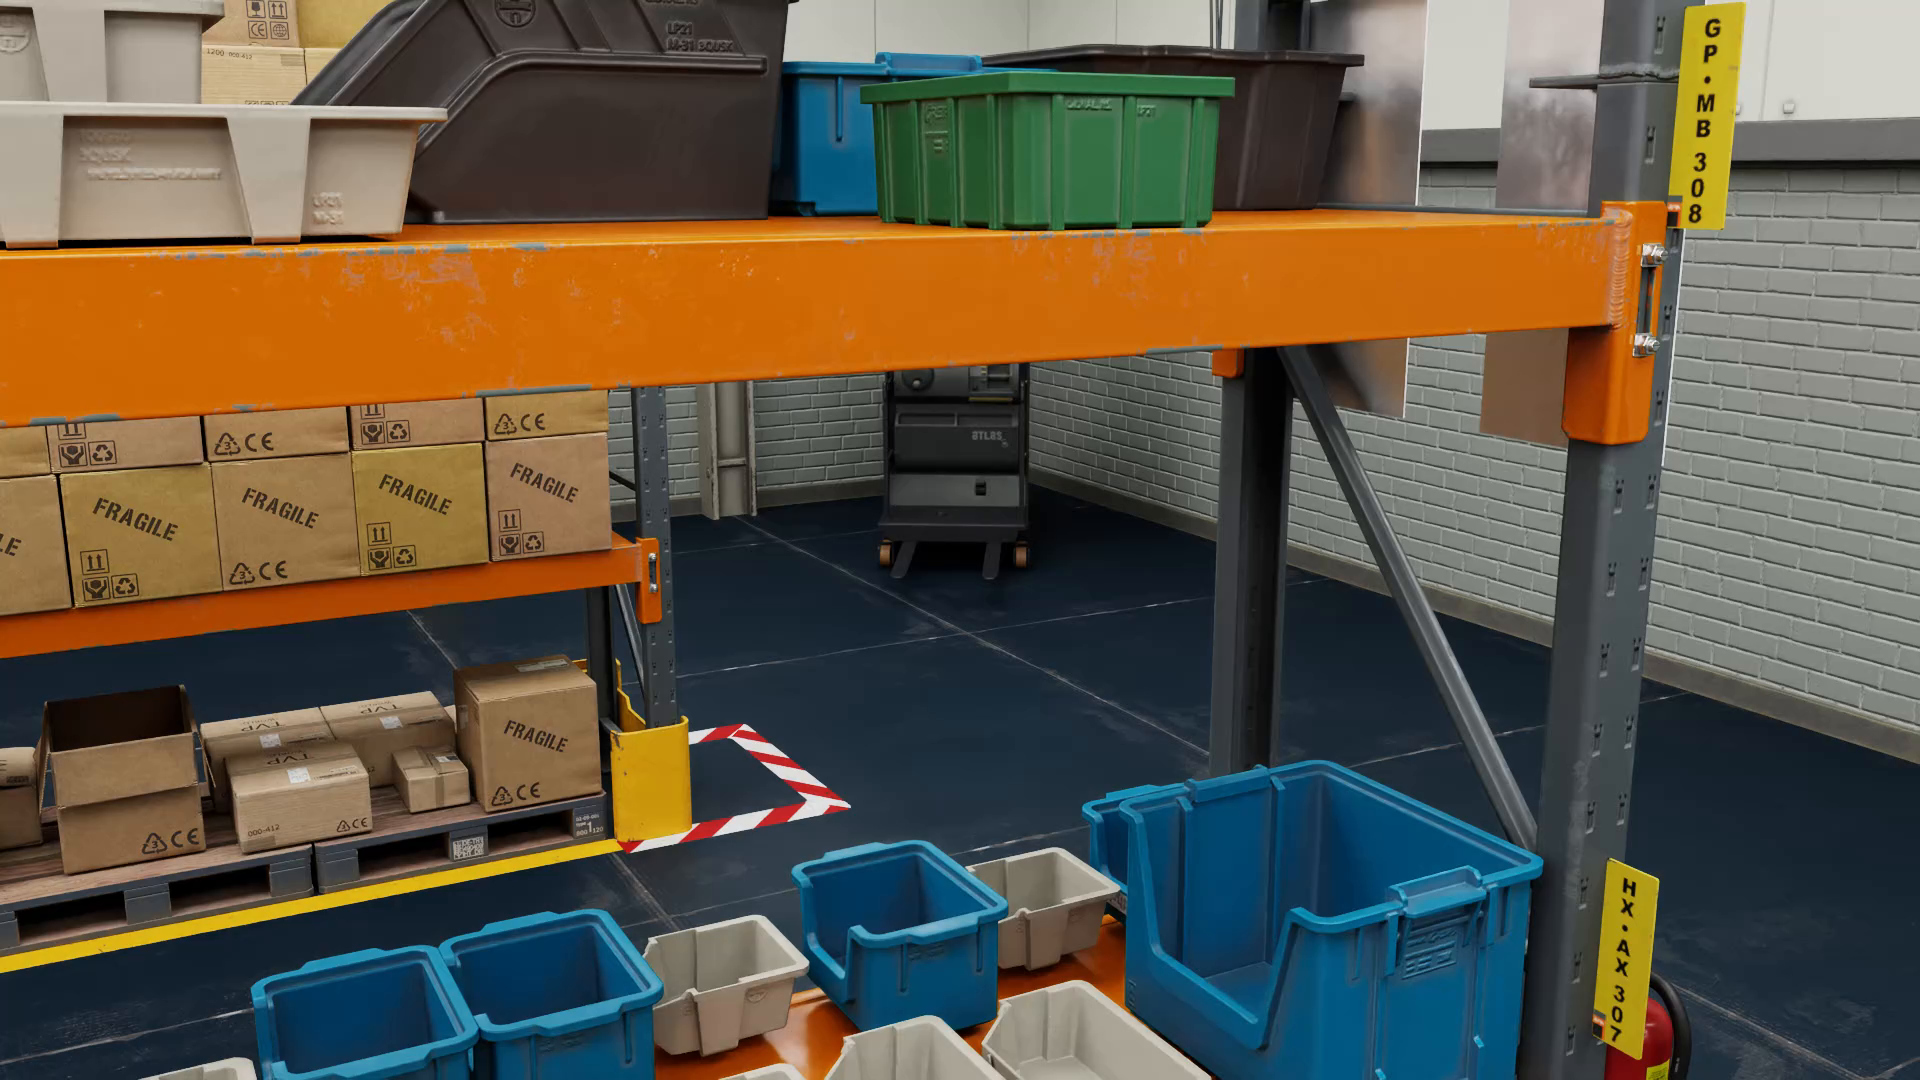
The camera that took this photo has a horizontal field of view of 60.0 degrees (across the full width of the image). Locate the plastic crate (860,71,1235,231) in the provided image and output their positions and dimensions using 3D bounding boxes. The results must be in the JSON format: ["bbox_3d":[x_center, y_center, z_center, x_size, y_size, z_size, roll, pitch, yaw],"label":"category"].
[{"bbox_3d":[0.107,-0.524,2.255,0.336,0.188,0.450,-7,14,-28],"label":"plastic crate"}]

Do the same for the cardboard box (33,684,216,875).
[{"bbox_3d":[-3.399,0.948,6.749,0.637,0.503,0.797,-7,14,-28],"label":"cardboard box"}]

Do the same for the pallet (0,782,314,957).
[{"bbox_3d":[-3.370,1.303,6.841,1.213,0.211,1.003,-7,14,-28],"label":"pallet"}]

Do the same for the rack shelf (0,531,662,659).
[{"bbox_3d":[-3.290,0.284,6.655,4.000,0.370,1.077,-7,14,-28],"label":"rack shelf"}]

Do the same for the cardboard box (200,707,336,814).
[{"bbox_3d":[-3.025,0.957,7.285,0.500,0.250,0.500,-7,14,-28],"label":"cardboard box"}]

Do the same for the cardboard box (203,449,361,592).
[{"bbox_3d":[-2.691,-0.120,6.583,0.500,0.500,0.500,-7,14,-27],"label":"cardboard box"}]

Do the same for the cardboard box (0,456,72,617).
[{"bbox_3d":[-3.579,-0.013,6.109,0.500,0.500,0.500,-7,14,-28],"label":"cardboard box"}]

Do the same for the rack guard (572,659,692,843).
[{"bbox_3d":[-1.601,0.950,7.749,0.348,0.500,1.175,-7,14,-28],"label":"rack guard"}]

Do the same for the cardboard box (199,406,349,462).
[{"bbox_3d":[-2.689,-0.606,6.463,0.500,0.500,0.500,-6,14,-26],"label":"cardboard box"}]

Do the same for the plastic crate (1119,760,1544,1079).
[{"bbox_3d":[0.631,0.702,2.940,0.499,0.435,0.616,-7,14,-28],"label":"plastic crate"}]

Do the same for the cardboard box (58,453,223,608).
[{"bbox_3d":[-3.134,-0.067,6.348,0.500,0.500,0.500,-7,14,-29],"label":"cardboard box"}]

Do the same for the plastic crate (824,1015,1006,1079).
[{"bbox_3d":[-0.055,0.925,2.630,0.243,0.136,0.396,-7,14,-28],"label":"plastic crate"}]

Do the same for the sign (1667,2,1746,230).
[{"bbox_3d":[1.113,-0.631,2.486,0.005,0.325,0.100,-7,14,-28],"label":"sign"}]

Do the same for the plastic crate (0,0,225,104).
[{"bbox_3d":[-1.258,-0.554,2.179,0.530,0.282,0.437,-7,14,-28],"label":"plastic crate"}]

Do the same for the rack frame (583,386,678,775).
[{"bbox_3d":[-1.535,-0.278,7.511,0.127,3.000,1.000,-7,14,-28],"label":"rack frame"}]

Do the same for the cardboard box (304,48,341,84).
[{"bbox_3d":[-2.302,-1.756,6.450,0.500,0.250,0.500,-7,14,-28],"label":"cardboard box"}]

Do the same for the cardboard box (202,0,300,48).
[{"bbox_3d":[-2.845,-2.111,6.320,0.500,0.500,0.700,-7,14,-28],"label":"cardboard box"}]

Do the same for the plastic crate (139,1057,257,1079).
[{"bbox_3d":[-1.291,0.957,2.491,0.466,0.136,0.293,-7,14,-28],"label":"plastic crate"}]

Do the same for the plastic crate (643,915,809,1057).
[{"bbox_3d":[-0.456,0.829,3.060,0.298,0.136,0.250,-7,14,-28],"label":"plastic crate"}]

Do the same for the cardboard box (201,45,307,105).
[{"bbox_3d":[-2.743,-1.704,6.220,0.500,0.250,0.500,-7,14,-28],"label":"cardboard box"}]

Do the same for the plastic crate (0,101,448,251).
[{"bbox_3d":[-0.859,-0.392,1.788,0.530,0.136,0.437,-7,14,-28],"label":"plastic crate"}]

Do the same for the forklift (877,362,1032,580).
[{"bbox_3d":[-0.032,-1.293,12.181,1.130,2.935,3.031,1,13,3],"label":"forklift"}]

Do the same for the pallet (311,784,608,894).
[{"bbox_3d":[-2.301,1.175,7.408,1.213,0.211,1.003,-7,14,-28],"label":"pallet"}]

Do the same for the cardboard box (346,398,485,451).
[{"bbox_3d":[-2.237,-0.661,6.709,0.500,0.500,0.500,-6,14,-26],"label":"cardboard box"}]

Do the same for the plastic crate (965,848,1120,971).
[{"bbox_3d":[0.140,0.757,3.377,0.298,0.136,0.250,-7,14,-28],"label":"plastic crate"}]

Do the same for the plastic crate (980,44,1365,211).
[{"bbox_3d":[0.364,-0.735,3.011,0.590,0.269,0.497,-7,14,-28],"label":"plastic crate"}]

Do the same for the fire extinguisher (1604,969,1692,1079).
[{"bbox_3d":[1.186,0.969,2.998,0.183,0.674,0.296,-7,14,-28],"label":"fire extinguisher"}]

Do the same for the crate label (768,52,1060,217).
[{"bbox_3d":[-0.129,-0.679,2.799,0.502,0.251,0.408,-7,14,-28],"label":"crate label"}]

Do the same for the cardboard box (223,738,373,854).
[{"bbox_3d":[-2.742,1.048,6.881,0.500,0.250,0.500,-7,14,-28],"label":"cardboard box"}]

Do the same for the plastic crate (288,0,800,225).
[{"bbox_3d":[-0.637,-0.648,2.466,0.767,0.338,0.504,-7,14,-28],"label":"plastic crate"}]

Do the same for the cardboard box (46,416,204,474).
[{"bbox_3d":[-3.140,-0.552,6.223,0.500,0.500,0.500,-6,14,-26],"label":"cardboard box"}]

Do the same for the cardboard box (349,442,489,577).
[{"bbox_3d":[-2.251,-0.171,6.812,0.500,0.500,0.500,-7,14,-27],"label":"cardboard box"}]

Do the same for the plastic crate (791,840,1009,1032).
[{"bbox_3d":[-0.117,0.762,3.138,0.300,0.233,0.416,-7,14,-28],"label":"plastic crate"}]

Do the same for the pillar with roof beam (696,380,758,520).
[{"bbox_3d":[0.107,-3.780,9.408,0.400,9.000,9.100,-7,14,-28],"label":"pillar with roof beam"}]

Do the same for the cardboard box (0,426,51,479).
[{"bbox_3d":[-3.593,-0.497,5.981,0.500,0.500,0.500,-7,15,-30],"label":"cardboard box"}]

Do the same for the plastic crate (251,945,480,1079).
[{"bbox_3d":[-0.958,0.862,2.690,0.300,0.233,0.416,-7,14,-28],"label":"plastic crate"}]

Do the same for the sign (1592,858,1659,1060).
[{"bbox_3d":[1.113,0.702,2.786,0.005,0.325,0.100,-7,14,-28],"label":"sign"}]

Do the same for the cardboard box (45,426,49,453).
[{"bbox_3d":[-3.835,-0.604,6.455,0.500,0.500,0.500,-7,14,-27],"label":"cardboard box"}]

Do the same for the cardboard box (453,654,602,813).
[{"bbox_3d":[-1.894,0.832,7.272,0.500,0.500,0.500,-7,14,-28],"label":"cardboard box"}]

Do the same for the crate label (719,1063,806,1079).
[{"bbox_3d":[-0.288,0.959,2.479,0.243,0.136,0.396,-7,14,-28],"label":"crate label"}]

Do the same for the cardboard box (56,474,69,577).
[{"bbox_3d":[-3.828,-0.117,6.567,0.500,0.500,0.500,-6,14,-27],"label":"cardboard box"}]

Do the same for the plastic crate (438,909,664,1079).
[{"bbox_3d":[-0.695,0.831,2.830,0.300,0.233,0.416,-7,14,-28],"label":"plastic crate"}]

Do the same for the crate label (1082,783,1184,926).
[{"bbox_3d":[0.461,0.692,3.445,0.303,0.233,0.416,-7,14,-28],"label":"crate label"}]

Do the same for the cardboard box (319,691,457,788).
[{"bbox_3d":[-2.587,0.904,7.519,0.500,0.250,0.500,-7,14,-28],"label":"cardboard box"}]

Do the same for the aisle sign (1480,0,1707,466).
[{"bbox_3d":[1.039,-0.542,2.764,0.004,0.787,0.394,-7,14,-28],"label":"aisle sign"}]

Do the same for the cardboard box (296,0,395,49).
[{"bbox_3d":[-2.457,-2.184,6.645,0.500,0.500,0.700,-7,14,-28],"label":"cardboard box"}]

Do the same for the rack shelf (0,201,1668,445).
[{"bbox_3d":[-0.920,-0.225,2.082,4.000,0.370,1.077,-7,14,-28],"label":"rack shelf"}]

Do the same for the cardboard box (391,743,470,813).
[{"bbox_3d":[-2.292,1.020,7.196,0.250,0.166,0.380,-7,14,-28],"label":"cardboard box"}]

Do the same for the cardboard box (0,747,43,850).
[{"bbox_3d":[-4.023,1.047,6.747,0.500,0.311,0.500,-7,14,-28],"label":"cardboard box"}]

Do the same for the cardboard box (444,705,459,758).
[{"bbox_3d":[-2.286,0.894,7.755,0.250,0.166,0.380,-7,14,-28],"label":"cardboard box"}]

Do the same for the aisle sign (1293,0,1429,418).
[{"bbox_3d":[0.756,-0.656,3.270,0.004,0.787,0.394,-7,14,-28],"label":"aisle sign"}]

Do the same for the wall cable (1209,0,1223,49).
[{"bbox_3d":[1.224,-3.170,13.771,0.112,2.526,3.097,-7,14,-28],"label":"wall cable"}]

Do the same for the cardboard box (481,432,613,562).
[{"bbox_3d":[-1.797,-0.227,7.057,0.500,0.500,0.500,-6,14,-26],"label":"cardboard box"}]

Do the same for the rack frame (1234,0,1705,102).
[{"bbox_3d":[0.836,-2.249,2.608,0.127,3.000,1.000,-7,14,-28],"label":"rack frame"}]

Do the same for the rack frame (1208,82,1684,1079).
[{"bbox_3d":[0.836,0.677,3.267,0.127,3.000,1.000,-7,14,-28],"label":"rack frame"}]

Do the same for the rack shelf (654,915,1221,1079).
[{"bbox_3d":[-0.920,1.239,2.411,4.000,0.370,1.077,-7,14,-28],"label":"rack shelf"}]

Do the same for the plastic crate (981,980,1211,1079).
[{"bbox_3d":[0.207,0.898,2.753,0.243,0.136,0.396,-7,14,-28],"label":"plastic crate"}]

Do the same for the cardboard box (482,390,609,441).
[{"bbox_3d":[-1.793,-0.714,6.946,0.500,0.500,0.500,-7,14,-28],"label":"cardboard box"}]
